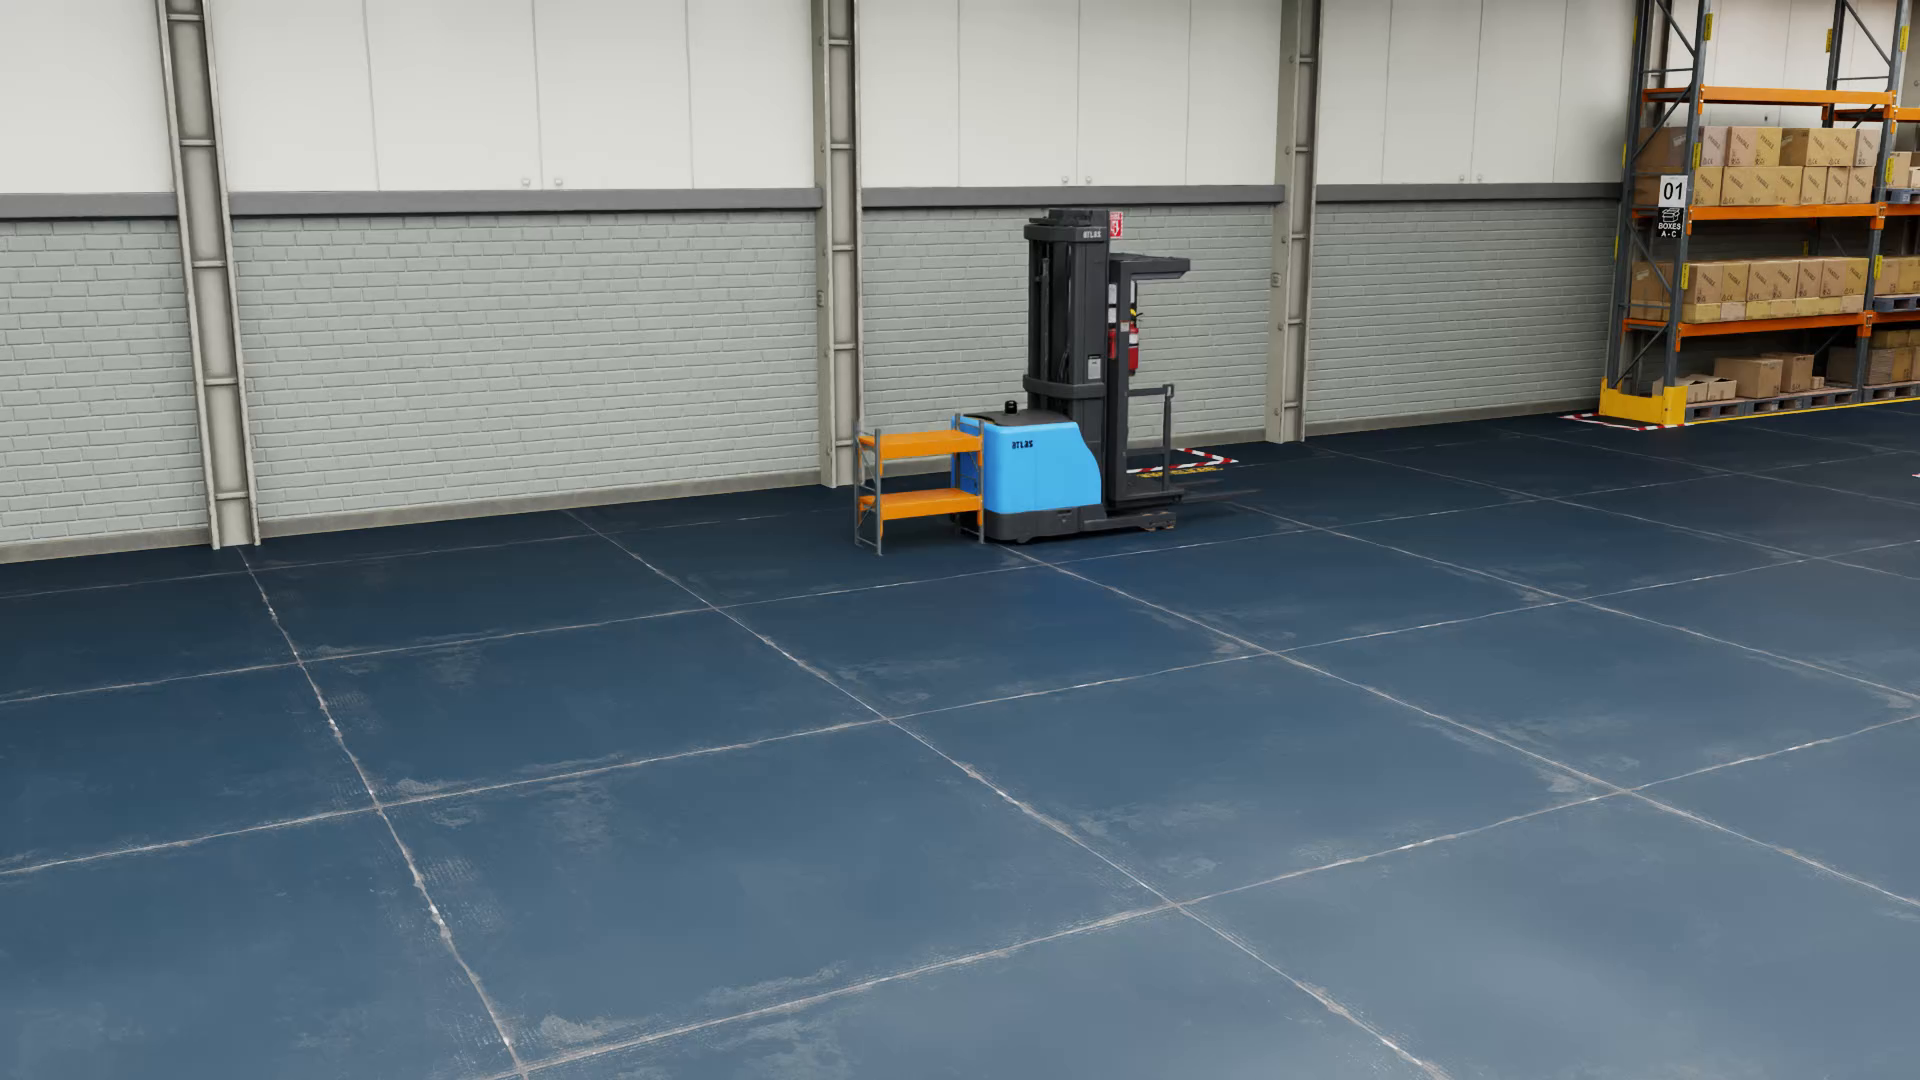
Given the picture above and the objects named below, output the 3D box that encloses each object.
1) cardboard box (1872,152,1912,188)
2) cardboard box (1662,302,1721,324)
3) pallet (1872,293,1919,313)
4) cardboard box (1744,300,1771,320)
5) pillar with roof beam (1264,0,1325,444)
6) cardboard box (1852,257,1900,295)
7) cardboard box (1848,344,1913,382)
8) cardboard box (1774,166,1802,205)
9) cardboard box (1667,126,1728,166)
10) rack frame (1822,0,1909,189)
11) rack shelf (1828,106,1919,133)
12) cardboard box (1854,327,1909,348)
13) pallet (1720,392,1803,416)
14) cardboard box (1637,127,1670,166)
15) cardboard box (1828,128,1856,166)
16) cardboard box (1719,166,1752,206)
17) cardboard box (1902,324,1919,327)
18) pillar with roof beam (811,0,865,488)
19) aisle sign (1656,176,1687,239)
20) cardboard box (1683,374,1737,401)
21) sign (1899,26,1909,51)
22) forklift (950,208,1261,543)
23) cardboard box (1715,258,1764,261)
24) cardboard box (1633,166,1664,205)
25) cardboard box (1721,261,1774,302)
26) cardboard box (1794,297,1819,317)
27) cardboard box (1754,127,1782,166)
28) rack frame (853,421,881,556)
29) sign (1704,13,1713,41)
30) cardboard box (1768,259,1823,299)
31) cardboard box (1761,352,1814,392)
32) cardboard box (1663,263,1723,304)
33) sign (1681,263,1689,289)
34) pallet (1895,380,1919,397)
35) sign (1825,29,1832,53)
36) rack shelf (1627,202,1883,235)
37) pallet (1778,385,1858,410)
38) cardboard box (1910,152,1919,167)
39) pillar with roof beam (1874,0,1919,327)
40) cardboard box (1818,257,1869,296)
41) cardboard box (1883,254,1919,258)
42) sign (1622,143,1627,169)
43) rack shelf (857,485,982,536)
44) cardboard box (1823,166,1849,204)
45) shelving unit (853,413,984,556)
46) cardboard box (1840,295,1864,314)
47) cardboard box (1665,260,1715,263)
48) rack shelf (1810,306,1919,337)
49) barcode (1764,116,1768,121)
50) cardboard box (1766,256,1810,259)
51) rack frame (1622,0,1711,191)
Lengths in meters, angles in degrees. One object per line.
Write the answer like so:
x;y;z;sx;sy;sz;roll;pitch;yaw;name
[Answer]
13.107;-5.264;23.652;0.500;0.500;0.500;-5;13;-20;cardboard box
9.659;-3.011;21.952;0.500;0.250;0.500;-7;15;-29;cardboard box
13.330;-3.464;24.105;1.213;0.211;1.003;-7;14;-28;pallet
10.558;-3.121;22.440;0.500;0.250;0.500;-7;15;-29;cardboard box
6.075;-4.790;15.900;0.400;9.000;9.100;-7;14;-28;pillar with roof beam
13.052;-3.815;24.001;0.500;0.500;0.700;-7;14;-28;cardboard box
13.657;-2.645;24.720;0.500;0.500;0.700;-7;15;-29;cardboard box
10.894;-4.759;22.317;0.500;0.500;0.500;-6;14;-24;cardboard box
9.533;-5.088;21.501;0.500;0.500;0.500;-8;15;-32;cardboard box
12.589;-6.432;23.193;0.127;3.000;1.000;-7;14;-28;rack frame
14.345;-6.096;24.251;4.000;0.370;1.077;-7;14;-28;rack shelf
13.612;-2.994;24.562;0.500;0.250;0.500;-7;15;-29;cardboard box
10.944;-1.938;23.239;1.213;0.211;1.003;-7;14;-28;pallet
9.331;-5.190;21.955;0.500;0.500;0.500;-6;14;-25;cardboard box
11.801;-5.350;22.666;0.500;0.500;0.500;-6;14;-25;cardboard box
9.980;-4.643;21.802;0.500;0.500;0.500;-6;14;-24;cardboard box
14.514;-3.098;25.026;0.500;0.250;0.500;-7;14;-28;cardboard box
0.808;-4.159;13.095;0.400;9.000;9.100;-7;14;-28;pillar with roof beam
9.159;-4.287;21.406;0.004;0.787;0.394;-7;14;-28;aisle sign
10.229;-2.102;22.741;0.500;0.311;0.500;-6;14;-23;cardboard box
12.833;-6.820;22.608;0.005;0.325;0.100;-7;14;-28;sign
1.451;-1.605;15.565;3.031;2.935;1.130;-7;14;-27;forklift
10.730;-3.636;23.024;0.500;0.500;0.500;-7;14;-27;cardboard box
9.323;-4.699;22.051;0.500;0.500;0.500;-6;14;-24;cardboard box
10.536;-3.482;22.338;0.500;0.500;0.500;-7;15;-30;cardboard box
11.443;-3.227;22.911;0.500;0.250;0.500;-7;14;-28;cardboard box
10.442;-5.187;21.942;0.500;0.500;0.500;-6;14;-26;cardboard box
-0.814;-0.455;14.570;0.032;1.125;0.500;-7;14;-27;rack frame
9.338;-6.401;20.747;0.005;0.325;0.100;-7;14;-28;sign
11.440;-3.594;22.833;0.500;0.500;0.500;-7;15;-29;cardboard box
11.697;-2.383;23.558;0.500;0.500;0.500;-8;15;-32;cardboard box
9.641;-3.379;21.879;0.500;0.500;0.500;-7;14;-28;cardboard box
9.338;-3.402;21.422;0.005;0.325;0.100;-7;14;-28;sign
14.344;-2.356;25.097;1.213;0.211;1.003;-7;14;-28;pallet
12.318;-7.071;23.545;0.005;0.325;0.100;-7;14;-28;sign
10.834;-4.407;22.666;4.000;0.370;1.077;-7;14;-28;rack shelf
12.017;-2.067;23.813;1.213;0.211;1.003;-7;14;-28;pallet
14.190;-5.394;24.229;0.500;0.500;0.500;-7;15;-30;cardboard box
16.607;-6.053;21.509;0.400;9.000;9.100;-7;14;-28;pillar with roof beam
12.322;-3.698;23.298;0.500;0.500;0.500;-7;14;-28;cardboard box
14.109;-3.948;24.590;0.500;0.500;0.700;-5;14;-20;cardboard box
8.830;-5.089;22.040;0.005;0.325;0.100;-7;14;-28;sign
-0.365;-0.269;14.855;1.000;0.278;0.538;-7;14;-27;rack shelf
11.814;-4.875;22.836;0.500;0.500;0.500;-8;15;-33;cardboard box
-0.365;-0.507;14.801;1.048;1.125;0.538;-7;14;-27;shelving unit
12.319;-3.333;23.385;0.500;0.250;0.500;-7;14;-28;cardboard box
9.837;-3.528;22.543;0.500;0.500;0.500;-7;14;-27;cardboard box
14.345;-3.364;24.865;4.000;0.370;1.077;-7;14;-28;rack shelf
11.163;-5.832;23.032;0.075;0.075;0.001;-7;14;-28;barcode
11.621;-3.745;23.504;0.500;0.500;0.500;-7;14;-28;cardboard box
9.078;-6.011;21.323;0.127;3.000;1.000;-7;14;-28;rack frame
